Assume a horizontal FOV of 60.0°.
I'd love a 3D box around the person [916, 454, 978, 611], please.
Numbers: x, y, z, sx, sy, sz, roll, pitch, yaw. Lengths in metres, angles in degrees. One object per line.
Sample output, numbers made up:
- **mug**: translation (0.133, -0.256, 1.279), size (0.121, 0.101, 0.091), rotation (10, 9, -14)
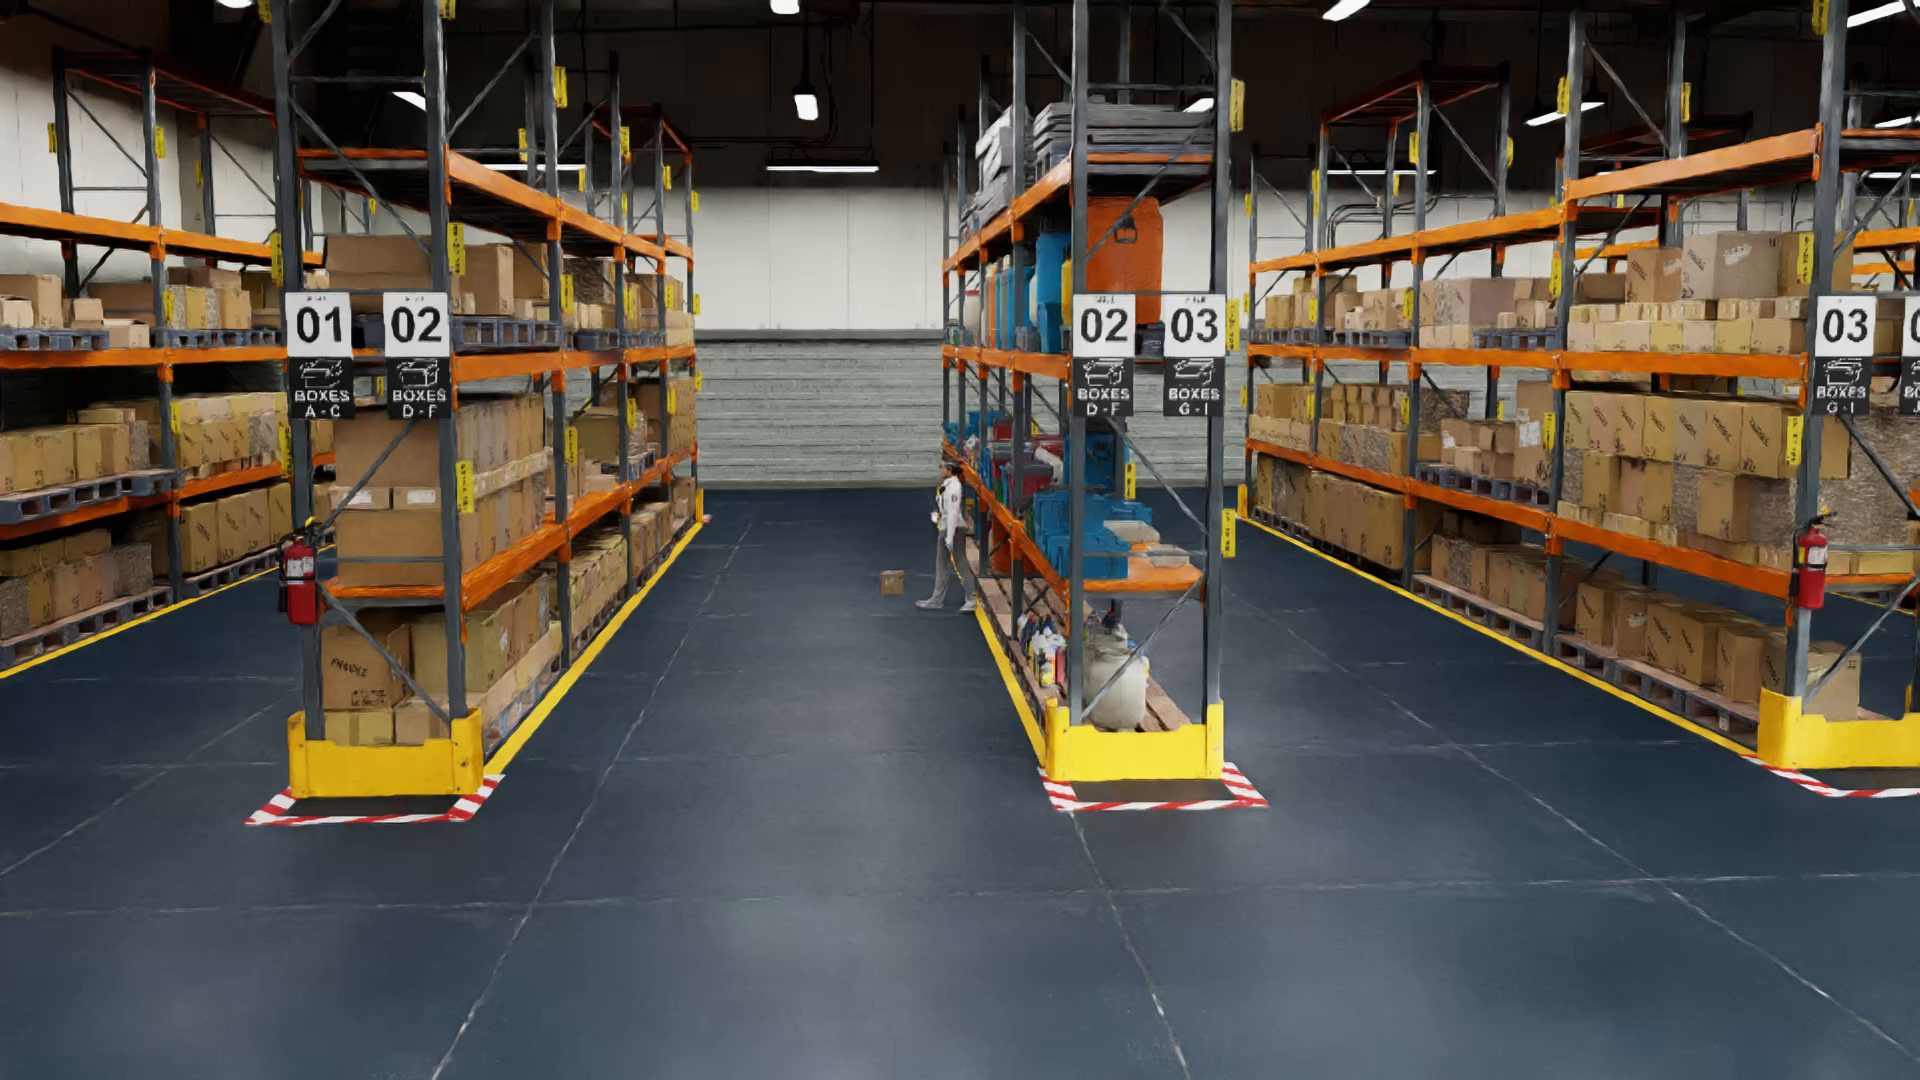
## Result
- **person**: translation (-0.143, -0.094, 17.857), size (0.633, 1.659, 0.684), rotation (-1, 7, -9)
